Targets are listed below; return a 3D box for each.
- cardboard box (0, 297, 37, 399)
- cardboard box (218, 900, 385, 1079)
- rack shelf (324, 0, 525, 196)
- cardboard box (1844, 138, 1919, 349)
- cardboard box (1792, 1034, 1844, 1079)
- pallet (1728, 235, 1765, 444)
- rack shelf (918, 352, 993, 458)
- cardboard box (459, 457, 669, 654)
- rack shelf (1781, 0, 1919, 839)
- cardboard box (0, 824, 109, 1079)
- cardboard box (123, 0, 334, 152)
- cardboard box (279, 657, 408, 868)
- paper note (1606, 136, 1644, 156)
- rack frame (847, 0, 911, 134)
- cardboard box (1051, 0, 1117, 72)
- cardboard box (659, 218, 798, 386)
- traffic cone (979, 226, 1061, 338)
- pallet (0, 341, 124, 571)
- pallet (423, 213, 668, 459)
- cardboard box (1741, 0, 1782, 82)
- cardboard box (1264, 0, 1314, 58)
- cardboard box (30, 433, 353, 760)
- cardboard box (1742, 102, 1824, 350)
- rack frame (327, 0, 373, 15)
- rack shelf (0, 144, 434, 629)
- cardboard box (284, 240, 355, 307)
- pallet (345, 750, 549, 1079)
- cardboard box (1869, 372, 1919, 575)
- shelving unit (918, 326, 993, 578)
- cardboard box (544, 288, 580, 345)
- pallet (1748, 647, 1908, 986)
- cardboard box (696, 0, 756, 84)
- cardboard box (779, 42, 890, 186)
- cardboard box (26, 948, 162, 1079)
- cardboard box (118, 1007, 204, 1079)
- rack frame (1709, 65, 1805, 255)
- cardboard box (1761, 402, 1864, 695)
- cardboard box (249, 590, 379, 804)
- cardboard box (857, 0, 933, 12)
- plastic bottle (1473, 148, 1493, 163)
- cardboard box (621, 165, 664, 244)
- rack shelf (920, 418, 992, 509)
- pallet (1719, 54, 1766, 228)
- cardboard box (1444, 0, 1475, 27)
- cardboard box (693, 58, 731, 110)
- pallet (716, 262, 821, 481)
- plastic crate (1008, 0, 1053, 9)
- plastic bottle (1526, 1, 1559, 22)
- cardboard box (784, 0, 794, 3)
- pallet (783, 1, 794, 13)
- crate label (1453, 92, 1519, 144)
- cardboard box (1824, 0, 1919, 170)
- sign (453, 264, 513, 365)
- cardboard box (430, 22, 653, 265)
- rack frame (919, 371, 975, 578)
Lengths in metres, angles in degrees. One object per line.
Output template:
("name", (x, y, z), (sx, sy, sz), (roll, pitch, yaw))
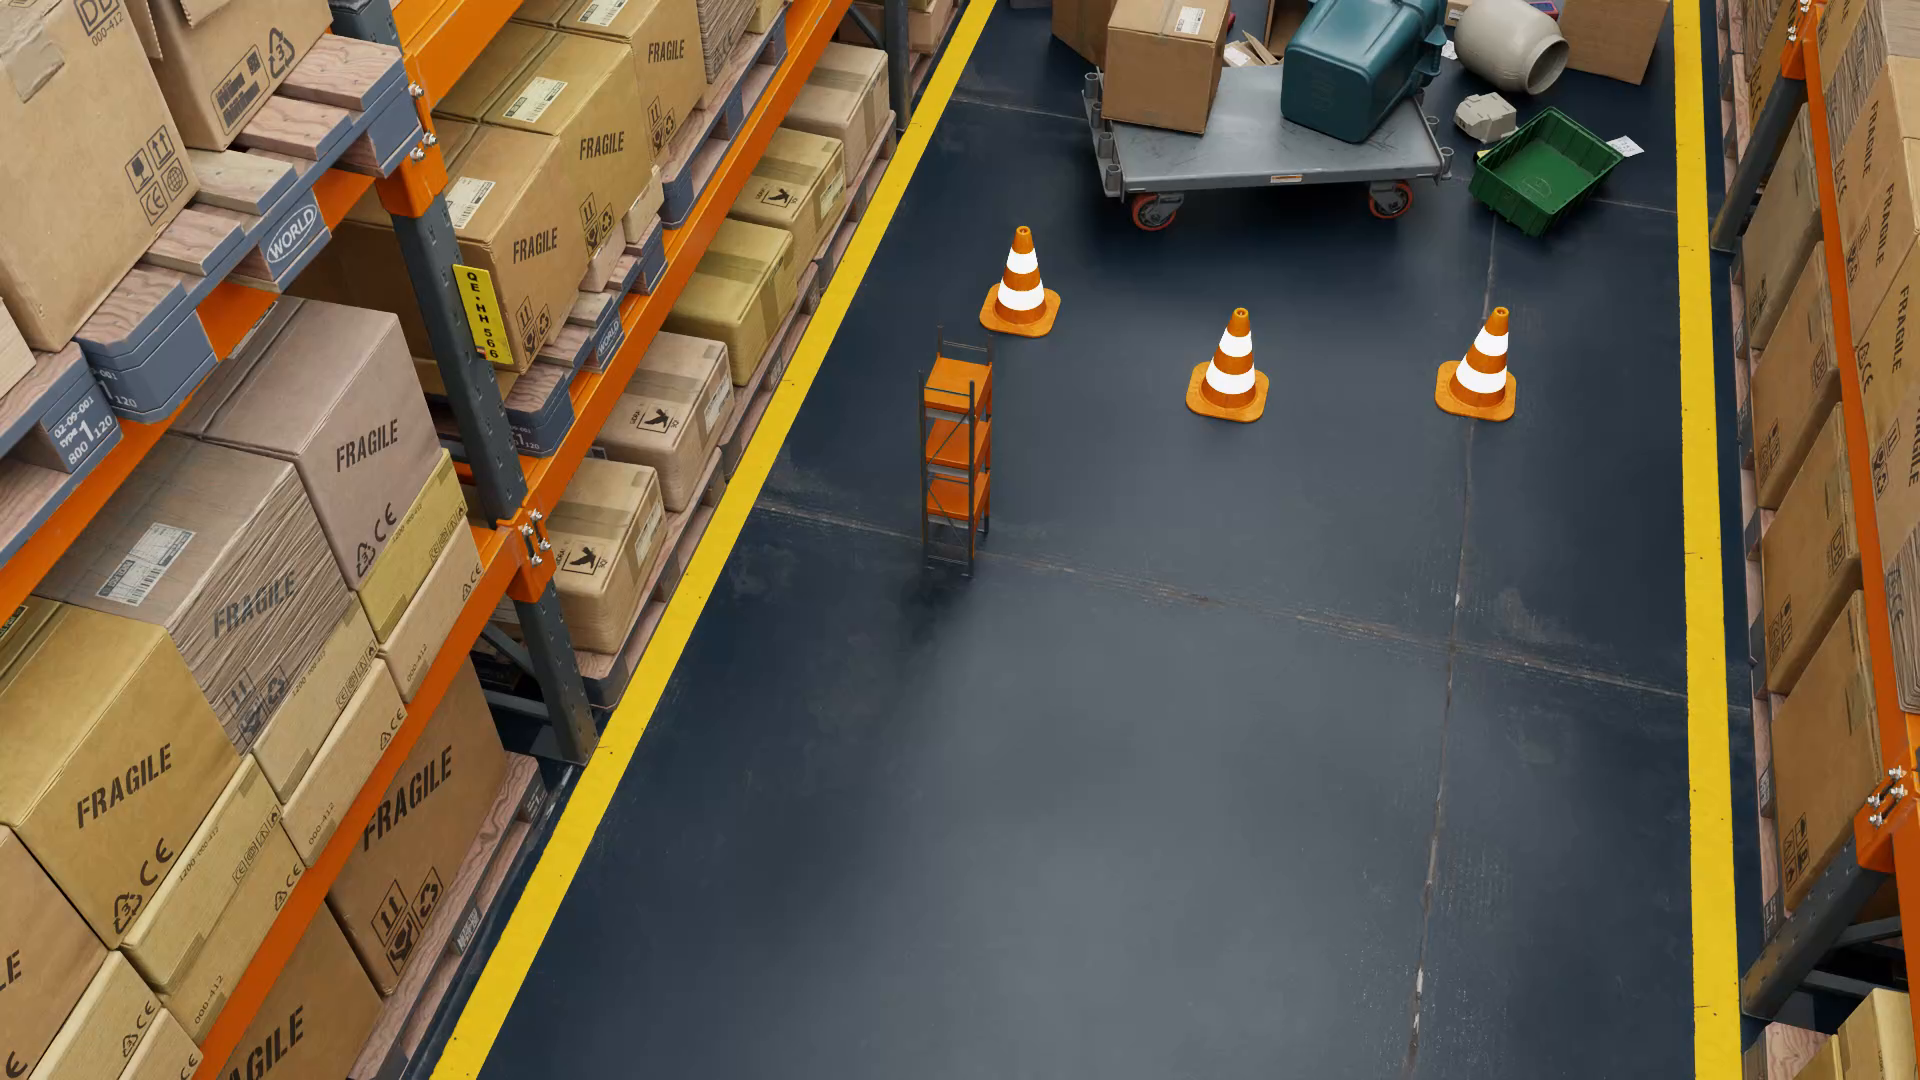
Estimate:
("cardboard box", (-1.827, -0.342, 2.779), (0.396, 0.266, 0.258), (10, 49, 9))
("cardboard box", (-2.303, 1.372, 4.595), (0.875, 0.875, 0.875), (12, 50, 10))
("rack shelf", (-1.276, -2.521, 5.372), (1.077, 0.370, 4.000), (12, 50, 10))
("cardboard box", (3.254, -0.922, 5.415), (0.500, 0.500, 0.500), (12, 50, 11))
("cardboard box", (2.567, 1.733, 4.526), (0.500, 0.500, 0.500), (10, 49, 8))
("pallet", (3.922, -0.814, 7.246), (1.003, 0.211, 1.213), (12, 50, 10))
("rack shelf", (-0.014, -0.489, 6.036), (0.215, 0.259, 0.240), (12, 50, 10))
("cardboard box", (-1.644, 0.004, 6.137), (0.950, 0.372, 0.625), (9, 49, 7))
("rack shelf", (3.526, -0.625, 5.699), (1.077, 0.370, 4.000), (12, 50, 10))
("cardboard box", (-2.091, 0.837, 3.196), (0.500, 0.500, 0.500), (11, 49, 9))
("cardboard box", (-1.756, -1.183, 3.363), (0.797, 0.503, 0.637), (9, 49, 8))
("cardboard box", (-1.805, 0.519, 4.310), (0.500, 0.250, 0.500), (12, 50, 11))
("paper note", (3.356, -1.992, 8.406), (0.147, 0.020, 0.142), (-19, 51, -16))
("rack frame", (-0.750, -3.213, 7.504), (1.000, 3.000, 0.127), (12, 50, 10))
("cardboard box", (0.845, -2.893, 8.887), (0.500, 0.500, 0.500), (-27, 54, -22))
("cardboard box", (-1.253, -1.079, 7.093), (0.950, 0.372, 0.625), (13, 50, 11))
("traffic cone", (0.274, -1.201, 7.420), (0.336, 0.463, 0.334), (12, 50, 10))
("pallet", (-2.212, 0.036, 2.762), (1.003, 0.211, 1.213), (14, 50, 12))
("pallet", (-1.718, -0.793, 5.496), (1.213, 0.211, 1.003), (12, 50, 10))
("cardboard box", (4.519, -2.839, 8.311), (0.875, 0.875, 0.875), (12, 50, 10))
("cardboard box", (2.045, -2.877, 8.782), (0.797, 0.637, 0.503), (12, 50, 10))
("cardboard box", (-1.813, 0.114, 3.834), (0.500, 0.500, 0.500), (12, 50, 11))
("cardboard box", (3.976, -1.237, 6.981), (1.050, 0.750, 0.750), (11, 50, 10))
("rack frame", (-1.803, -2.305, 2.701), (1.000, 3.000, 0.127), (12, 50, 10))
("rack shelf", (-2.329, 0.372, 2.819), (1.077, 0.370, 4.000), (12, 50, 10))
("cardboard box", (-1.951, -0.974, 4.983), (0.500, 0.500, 0.500), (10, 49, 9))
("pallet", (-2.083, 1.158, 5.506), (1.003, 0.211, 1.213), (12, 50, 10))
("cardboard box", (2.992, -0.188, 4.768), (0.500, 0.500, 0.500), (12, 50, 10))
("shelving unit", (-0.014, -0.309, 6.241), (0.215, 1.050, 0.252), (12, 50, 10))
("cardboard box", (-1.431, -0.772, 5.237), (0.380, 0.149, 0.250), (9, 49, 8))
("pallet", (3.280, 0.951, 5.689), (1.003, 0.211, 1.213), (12, 50, 10))
("cardboard box", (-1.058, -1.994, 5.883), (0.500, 0.500, 0.500), (10, 49, 9))
("cardboard box", (-0.885, -2.103, 7.997), (0.950, 0.372, 0.625), (12, 50, 11))
("cardboard box", (-2.068, 1.086, 3.476), (0.500, 0.250, 0.500), (10, 49, 9))
("cardboard box", (-2.059, 1.255, 3.661), (0.500, 0.250, 0.500), (11, 49, 9))
("rack frame", (4.052, -2.309, 6.706), (1.000, 3.000, 0.127), (12, 50, 10))
("cardboard box", (3.473, 0.134, 5.771), (1.050, 0.750, 0.750), (12, 50, 11))
("cardboard box", (-1.816, 0.336, 4.138), (0.500, 0.250, 0.500), (10, 49, 9))
("cardboard box", (-0.334, -3.064, 8.426), (0.500, 0.500, 0.500), (14, 50, 12))
("plastic bottle", (2.669, -1.835, 8.247), (0.133, 0.061, 0.283), (-11, 50, -10))
("cardboard box", (-1.222, -1.156, 5.576), (0.380, 0.149, 0.250), (12, 50, 10))
("rack shelf", (-0.014, -0.302, 6.249), (0.215, 0.259, 0.240), (12, 50, 10))
("pallet", (4.328, -1.921, 8.224), (1.003, 0.211, 1.213), (12, 50, 10))
("cardboard box", (2.728, -3.011, 9.150), (0.396, 0.266, 0.258), (19, 51, 16))
("cardboard box", (-1.066, -1.734, 6.086), (0.380, 0.149, 0.250), (13, 50, 11))
("pallet", (-1.272, -0.842, 7.271), (1.003, 0.211, 1.213), (12, 50, 10))
("plastic crate", (0.454, -3.221, 9.458), (0.402, 0.080, 0.583), (-4, 49, -3))
("plastic bottle", (3.153, -2.920, 9.205), (0.283, 0.061, 0.133), (-4, 49, -3))
("cardboard box", (-0.802, -2.277, 6.565), (0.380, 0.149, 0.250), (12, 50, 10))
("pallet", (-1.091, -2.626, 7.113), (1.003, 0.211, 1.213), (12, 50, 10))
("crate label", (2.683, -2.162, 8.486), (0.298, 0.136, 0.250), (-19, 51, -16))
("cardboard box", (3.522, -1.650, 6.058), (0.500, 0.500, 0.500), (12, 50, 10))
("sign", (-1.266, -0.596, 4.422), (0.100, 0.325, 0.005), (12, 50, 10))
("cardboard box", (-1.331, -1.249, 5.225), (0.500, 0.500, 0.500), (14, 50, 12))
("rack frame", (-0.046, -0.220, 6.163), (0.200, 1.050, 0.008), (12, 50, 10))
